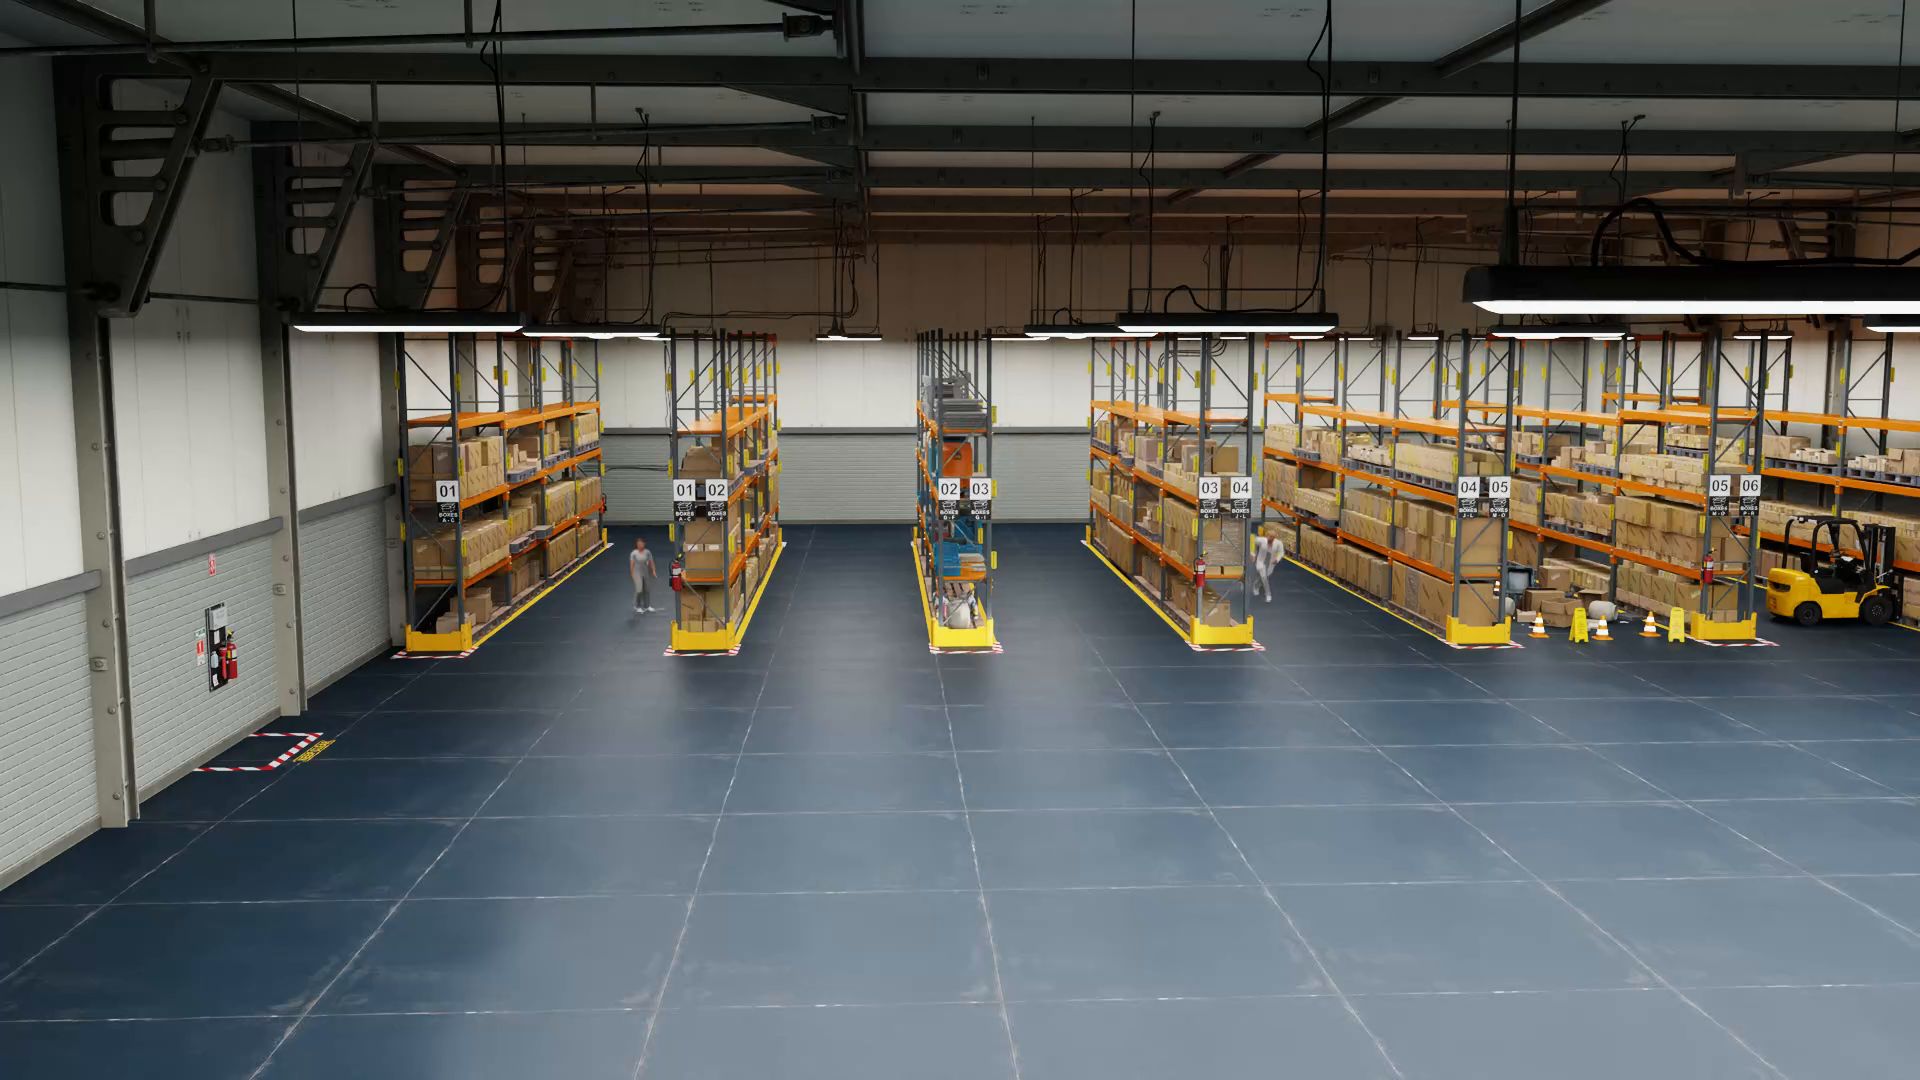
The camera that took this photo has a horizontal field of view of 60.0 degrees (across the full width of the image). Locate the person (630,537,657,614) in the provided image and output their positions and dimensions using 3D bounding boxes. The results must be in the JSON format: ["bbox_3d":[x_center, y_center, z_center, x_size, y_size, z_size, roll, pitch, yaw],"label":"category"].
[{"bbox_3d":[-6.761,0.746,35.424,0.546,1.644,0.607,-5,8,-37],"label":"person"}]

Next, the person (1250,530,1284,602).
[{"bbox_3d":[6.852,0.531,37.347,0.705,1.616,1.120,-1,7,-5],"label":"person"}]

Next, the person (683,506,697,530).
[{"bbox_3d":[-7.390,-0.416,45.778,0.711,1.485,0.980,-2,7,-18],"label":"person"}]
